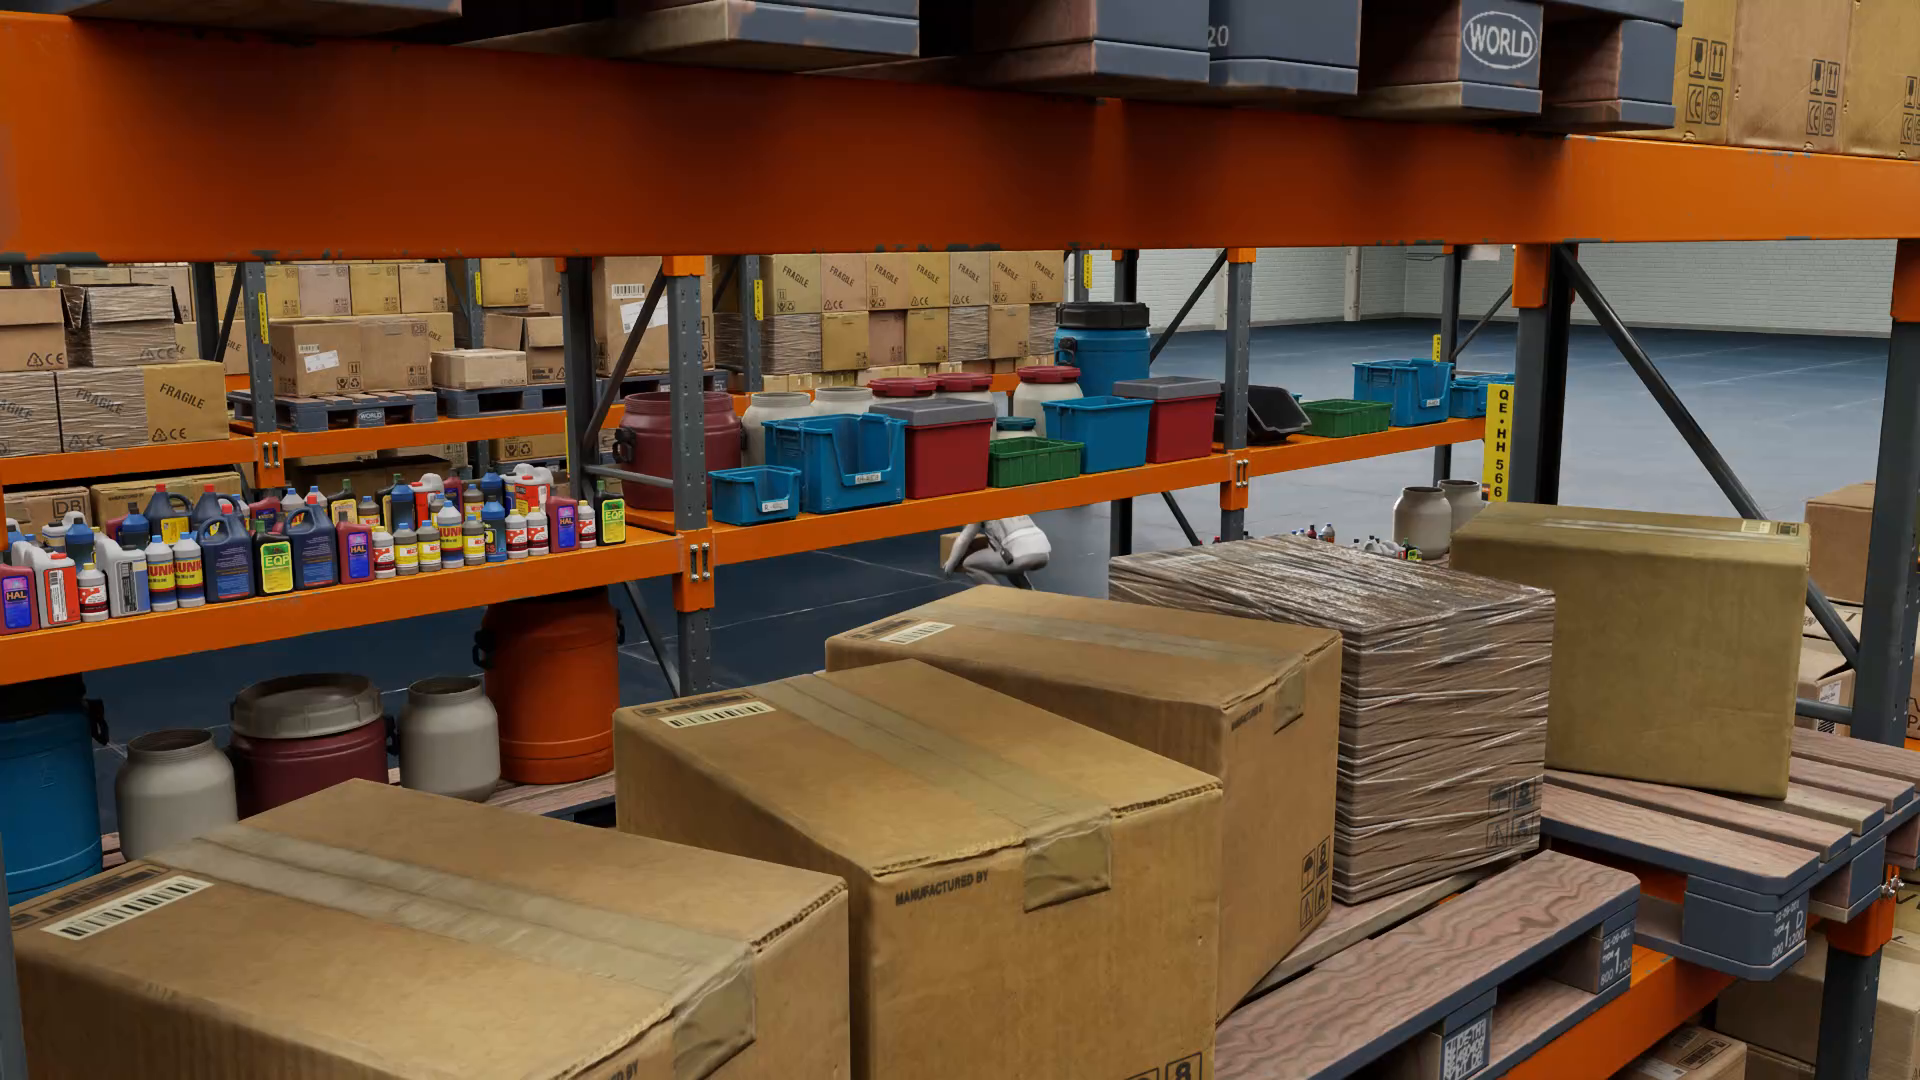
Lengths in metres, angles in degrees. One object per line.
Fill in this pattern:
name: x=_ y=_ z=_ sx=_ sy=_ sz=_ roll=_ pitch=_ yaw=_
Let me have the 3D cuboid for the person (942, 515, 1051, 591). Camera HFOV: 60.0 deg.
person: x=0.265 y=-0.011 z=11.919 sx=0.485 sy=0.965 sz=0.835 roll=-10 pitch=15 yaw=-43
